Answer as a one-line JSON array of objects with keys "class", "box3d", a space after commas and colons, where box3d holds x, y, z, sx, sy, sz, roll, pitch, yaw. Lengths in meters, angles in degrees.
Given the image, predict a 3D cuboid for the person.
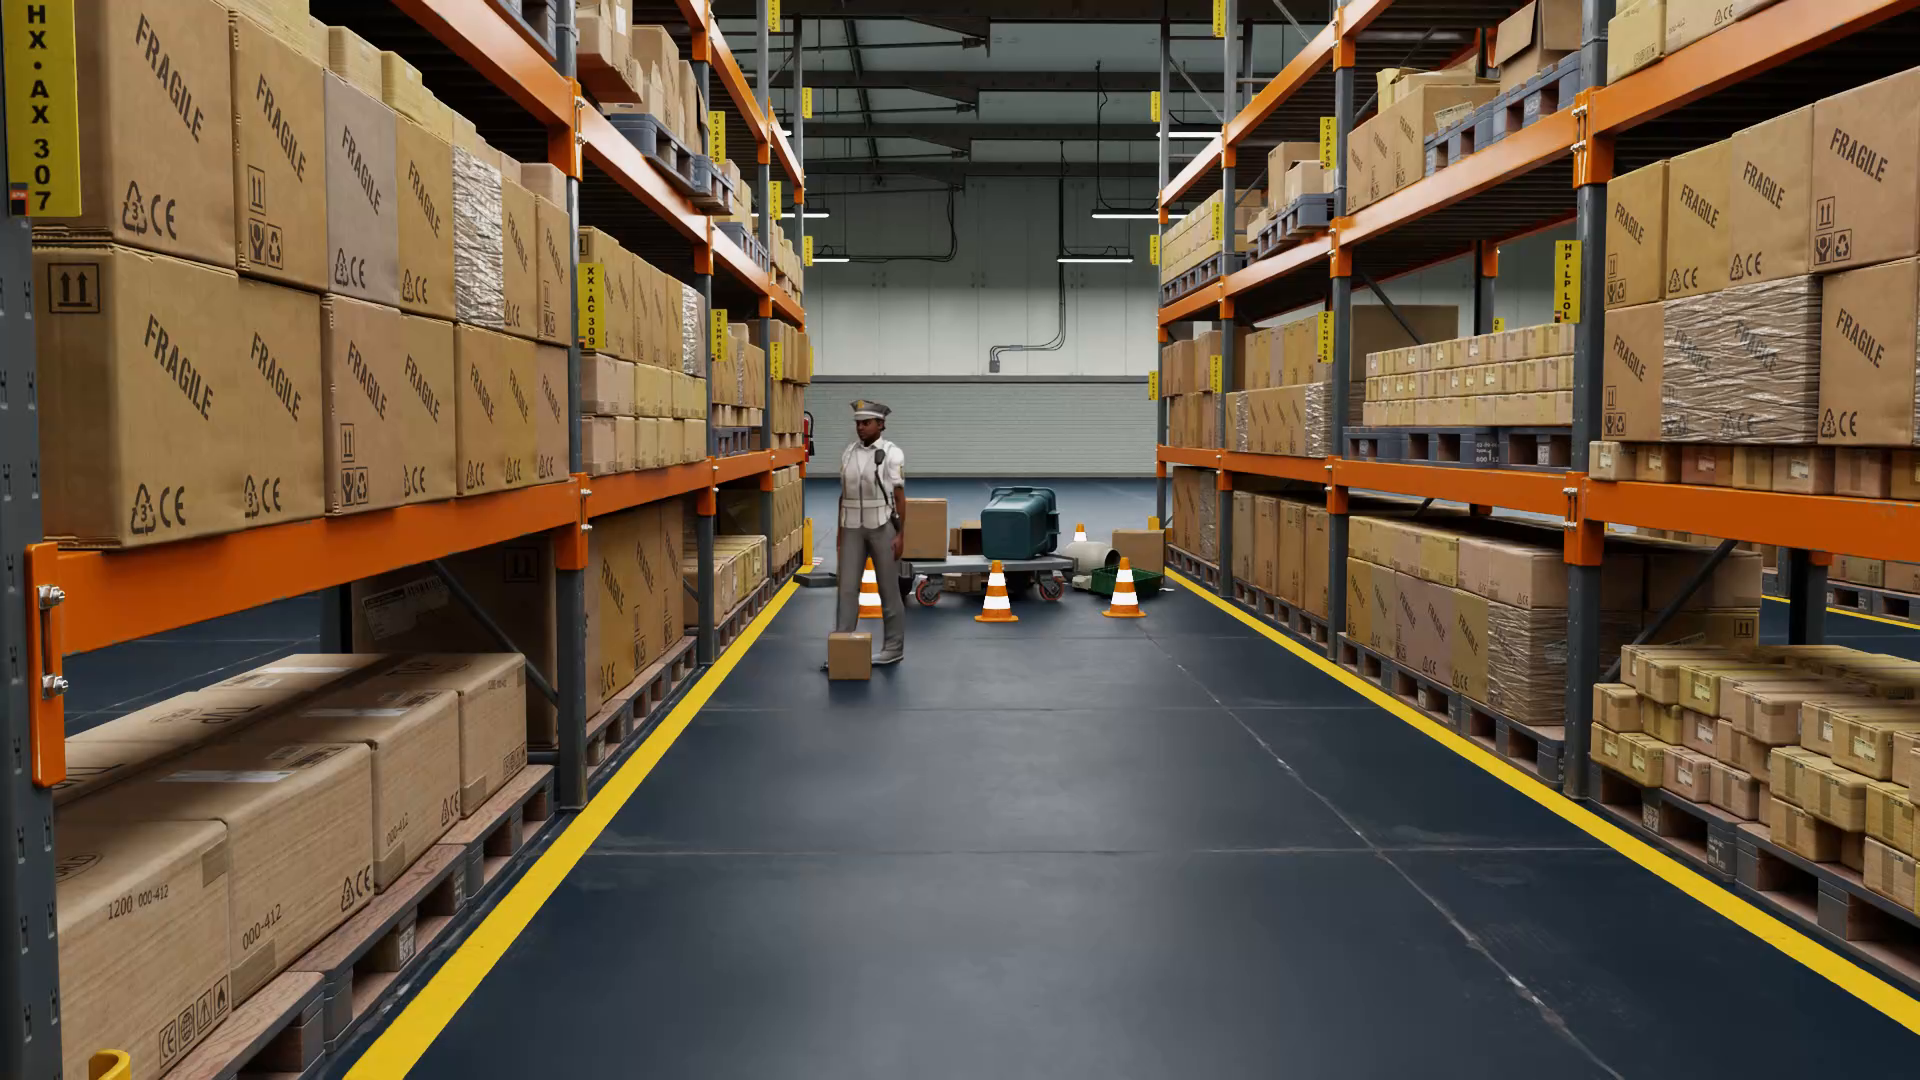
[{"class": "person", "box3d": [-0.592, -0.043, 10.435, 0.451, 1.674, 0.549, 1, 4, 20]}]
